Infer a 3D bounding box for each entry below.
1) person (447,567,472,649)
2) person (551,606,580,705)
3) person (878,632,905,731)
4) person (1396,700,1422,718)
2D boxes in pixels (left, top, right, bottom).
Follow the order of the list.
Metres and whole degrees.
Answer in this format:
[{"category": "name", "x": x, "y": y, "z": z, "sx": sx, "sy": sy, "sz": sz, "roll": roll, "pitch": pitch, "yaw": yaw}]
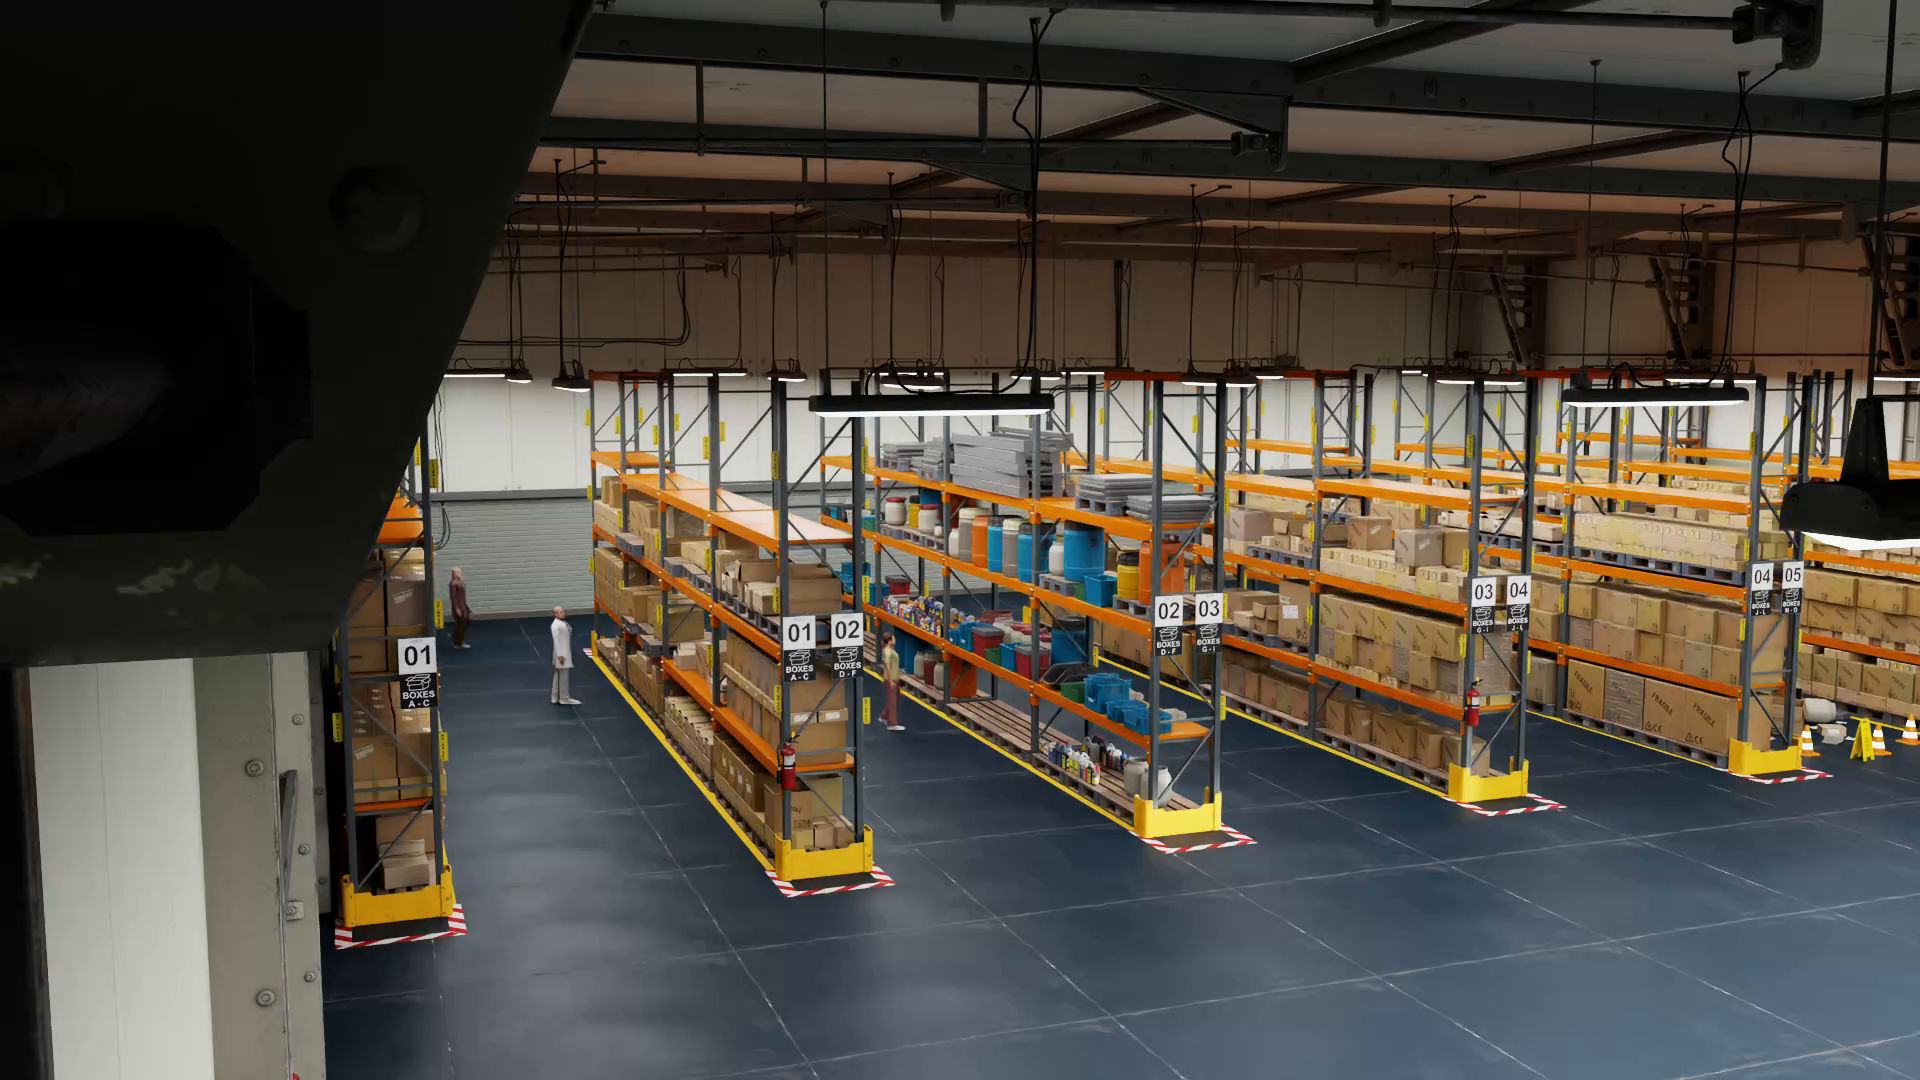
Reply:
[{"category": "person", "x": -10.756, "y": 1.452, "z": 35.658, "sx": 0.548, "sy": 1.763, "sz": 0.595, "roll": -2, "pitch": 7, "yaw": -13}, {"category": "person", "x": -7.197, "y": 2.080, "z": 30.208, "sx": 0.501, "sy": 1.787, "sz": 0.607, "roll": -2, "pitch": 7, "yaw": -17}, {"category": "person", "x": -1.160, "y": 2.375, "z": 28.082, "sx": 0.463, "sy": 1.689, "sz": 0.519, "roll": 0, "pitch": 6, "yaw": -2}, {"category": "person", "x": 7.847, "y": 2.259, "z": 29.091, "sx": 0.524, "sy": 1.656, "sz": 0.378, "roll": 5, "pitch": 8, "yaw": 39}]
